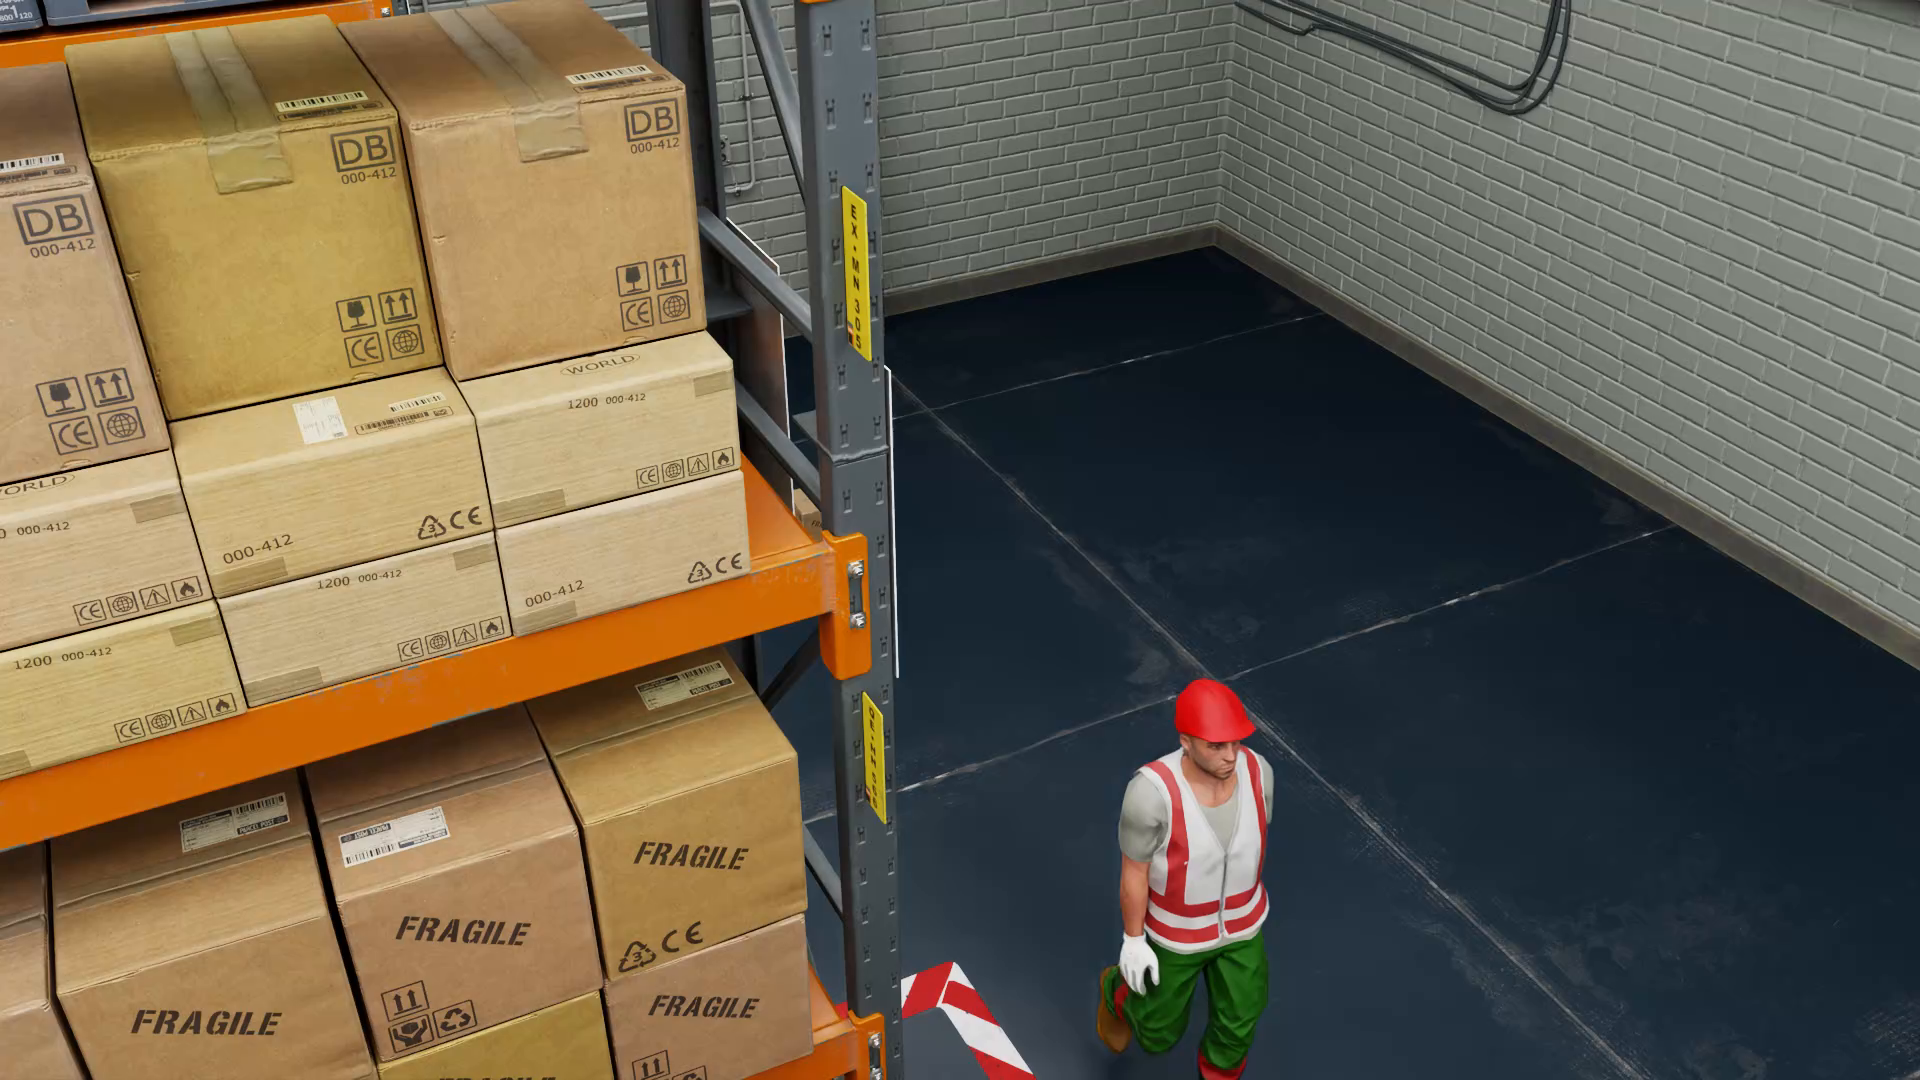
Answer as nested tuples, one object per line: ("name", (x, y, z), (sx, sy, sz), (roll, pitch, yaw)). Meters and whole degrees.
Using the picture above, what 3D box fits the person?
("person", (0.729, 1.180, 5.261), (0.539, 1.772, 0.742), (-9, 34, -14))
